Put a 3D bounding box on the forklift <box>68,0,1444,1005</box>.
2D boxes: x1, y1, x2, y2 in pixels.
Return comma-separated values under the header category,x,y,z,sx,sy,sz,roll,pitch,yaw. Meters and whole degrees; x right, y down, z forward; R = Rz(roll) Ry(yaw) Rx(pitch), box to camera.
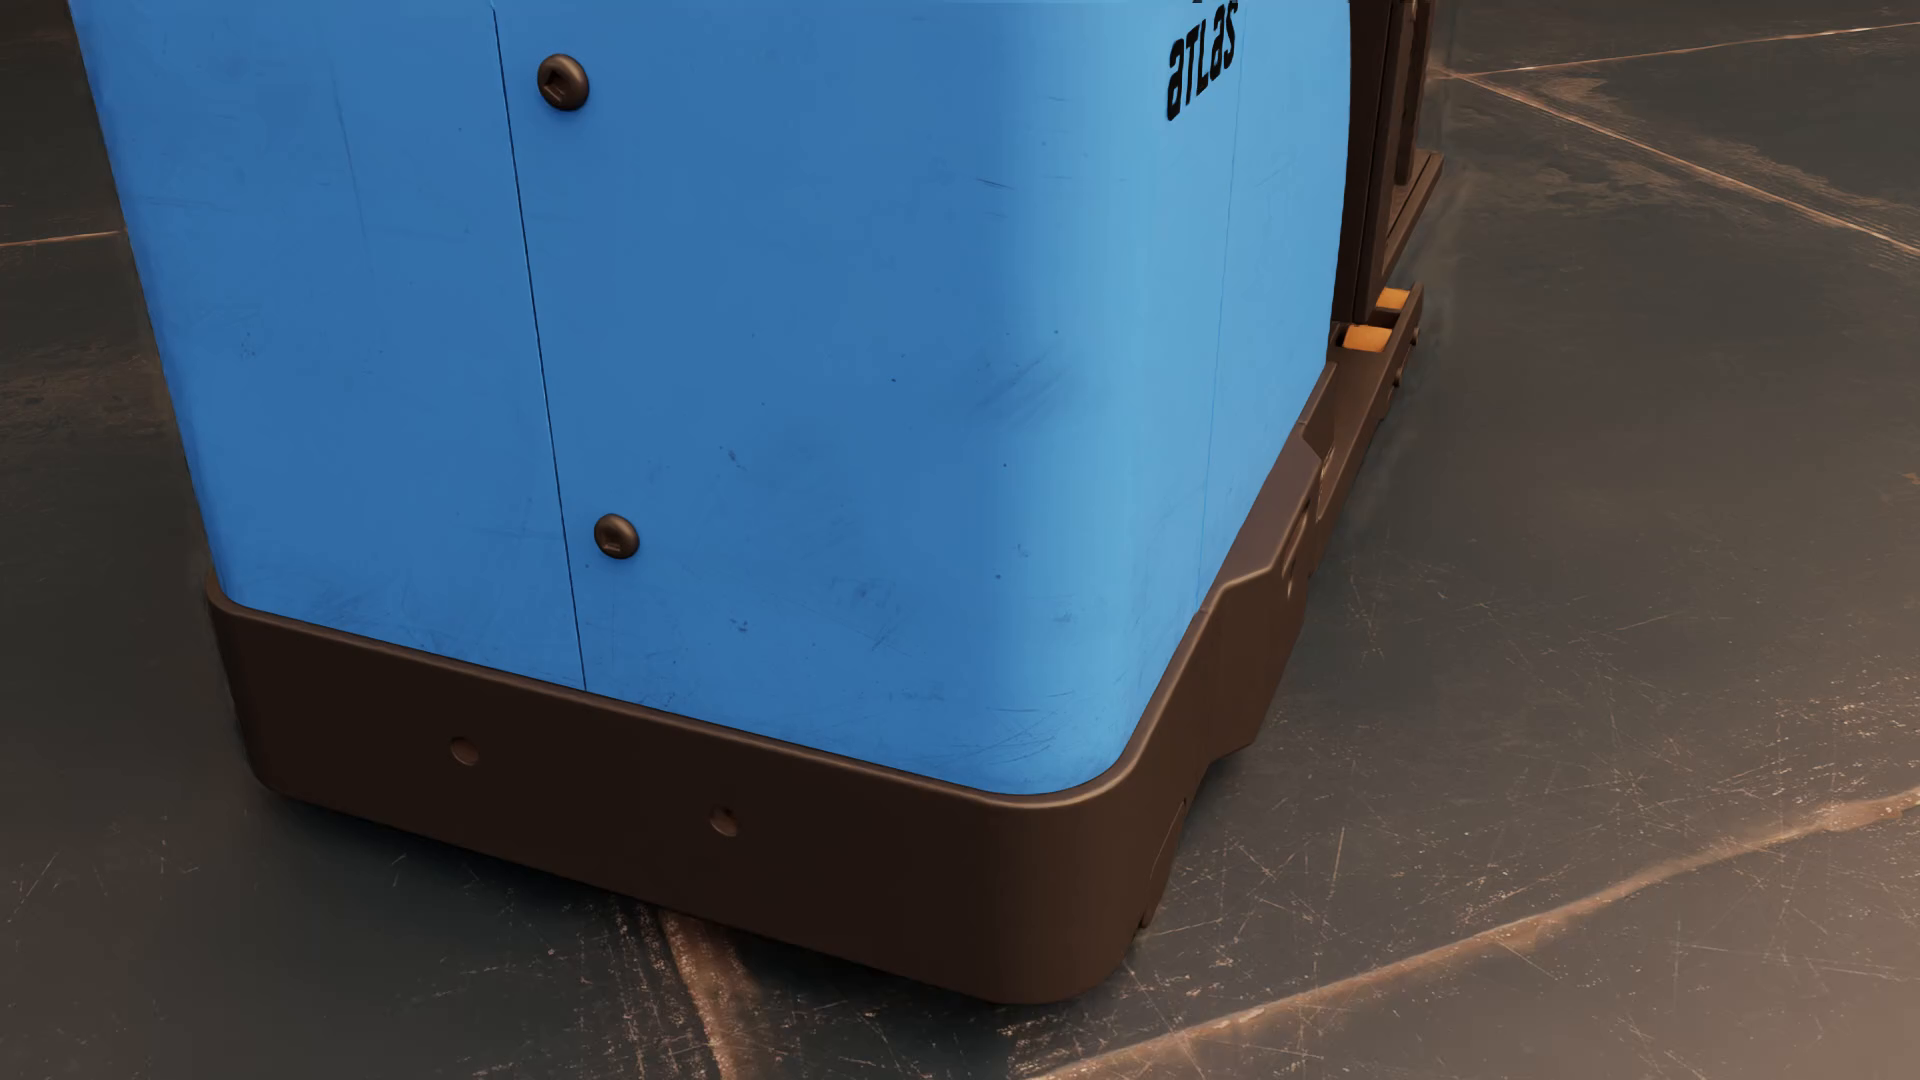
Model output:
category,x,y,z,sx,sy,sz,roll,pitch,yaw
forklift,0.196,-1.545,2.251,1.130,2.935,3.031,11,32,19
